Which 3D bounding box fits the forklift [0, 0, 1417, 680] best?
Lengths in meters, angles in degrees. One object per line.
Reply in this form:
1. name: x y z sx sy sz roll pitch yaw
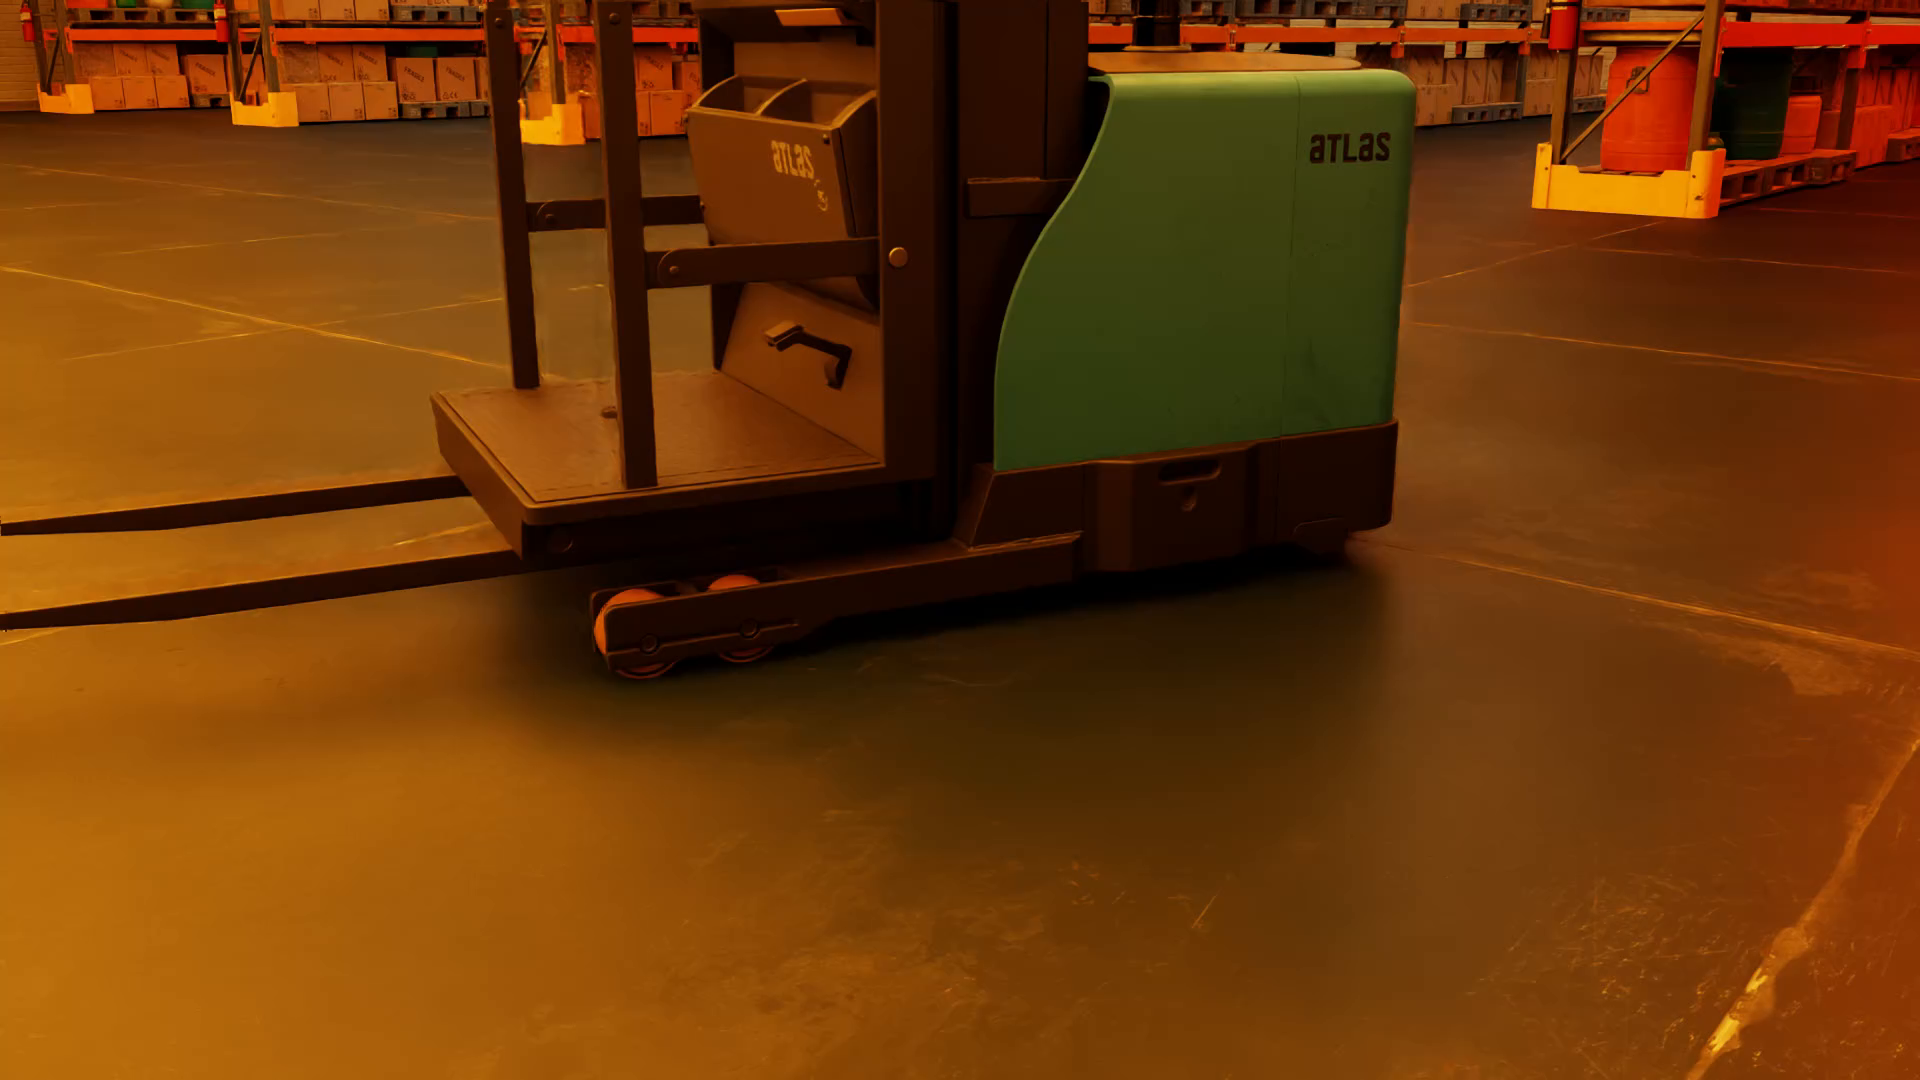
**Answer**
1. forklift: -0.558 -1.318 3.237 3.031 2.935 1.130 -8 19 -25
